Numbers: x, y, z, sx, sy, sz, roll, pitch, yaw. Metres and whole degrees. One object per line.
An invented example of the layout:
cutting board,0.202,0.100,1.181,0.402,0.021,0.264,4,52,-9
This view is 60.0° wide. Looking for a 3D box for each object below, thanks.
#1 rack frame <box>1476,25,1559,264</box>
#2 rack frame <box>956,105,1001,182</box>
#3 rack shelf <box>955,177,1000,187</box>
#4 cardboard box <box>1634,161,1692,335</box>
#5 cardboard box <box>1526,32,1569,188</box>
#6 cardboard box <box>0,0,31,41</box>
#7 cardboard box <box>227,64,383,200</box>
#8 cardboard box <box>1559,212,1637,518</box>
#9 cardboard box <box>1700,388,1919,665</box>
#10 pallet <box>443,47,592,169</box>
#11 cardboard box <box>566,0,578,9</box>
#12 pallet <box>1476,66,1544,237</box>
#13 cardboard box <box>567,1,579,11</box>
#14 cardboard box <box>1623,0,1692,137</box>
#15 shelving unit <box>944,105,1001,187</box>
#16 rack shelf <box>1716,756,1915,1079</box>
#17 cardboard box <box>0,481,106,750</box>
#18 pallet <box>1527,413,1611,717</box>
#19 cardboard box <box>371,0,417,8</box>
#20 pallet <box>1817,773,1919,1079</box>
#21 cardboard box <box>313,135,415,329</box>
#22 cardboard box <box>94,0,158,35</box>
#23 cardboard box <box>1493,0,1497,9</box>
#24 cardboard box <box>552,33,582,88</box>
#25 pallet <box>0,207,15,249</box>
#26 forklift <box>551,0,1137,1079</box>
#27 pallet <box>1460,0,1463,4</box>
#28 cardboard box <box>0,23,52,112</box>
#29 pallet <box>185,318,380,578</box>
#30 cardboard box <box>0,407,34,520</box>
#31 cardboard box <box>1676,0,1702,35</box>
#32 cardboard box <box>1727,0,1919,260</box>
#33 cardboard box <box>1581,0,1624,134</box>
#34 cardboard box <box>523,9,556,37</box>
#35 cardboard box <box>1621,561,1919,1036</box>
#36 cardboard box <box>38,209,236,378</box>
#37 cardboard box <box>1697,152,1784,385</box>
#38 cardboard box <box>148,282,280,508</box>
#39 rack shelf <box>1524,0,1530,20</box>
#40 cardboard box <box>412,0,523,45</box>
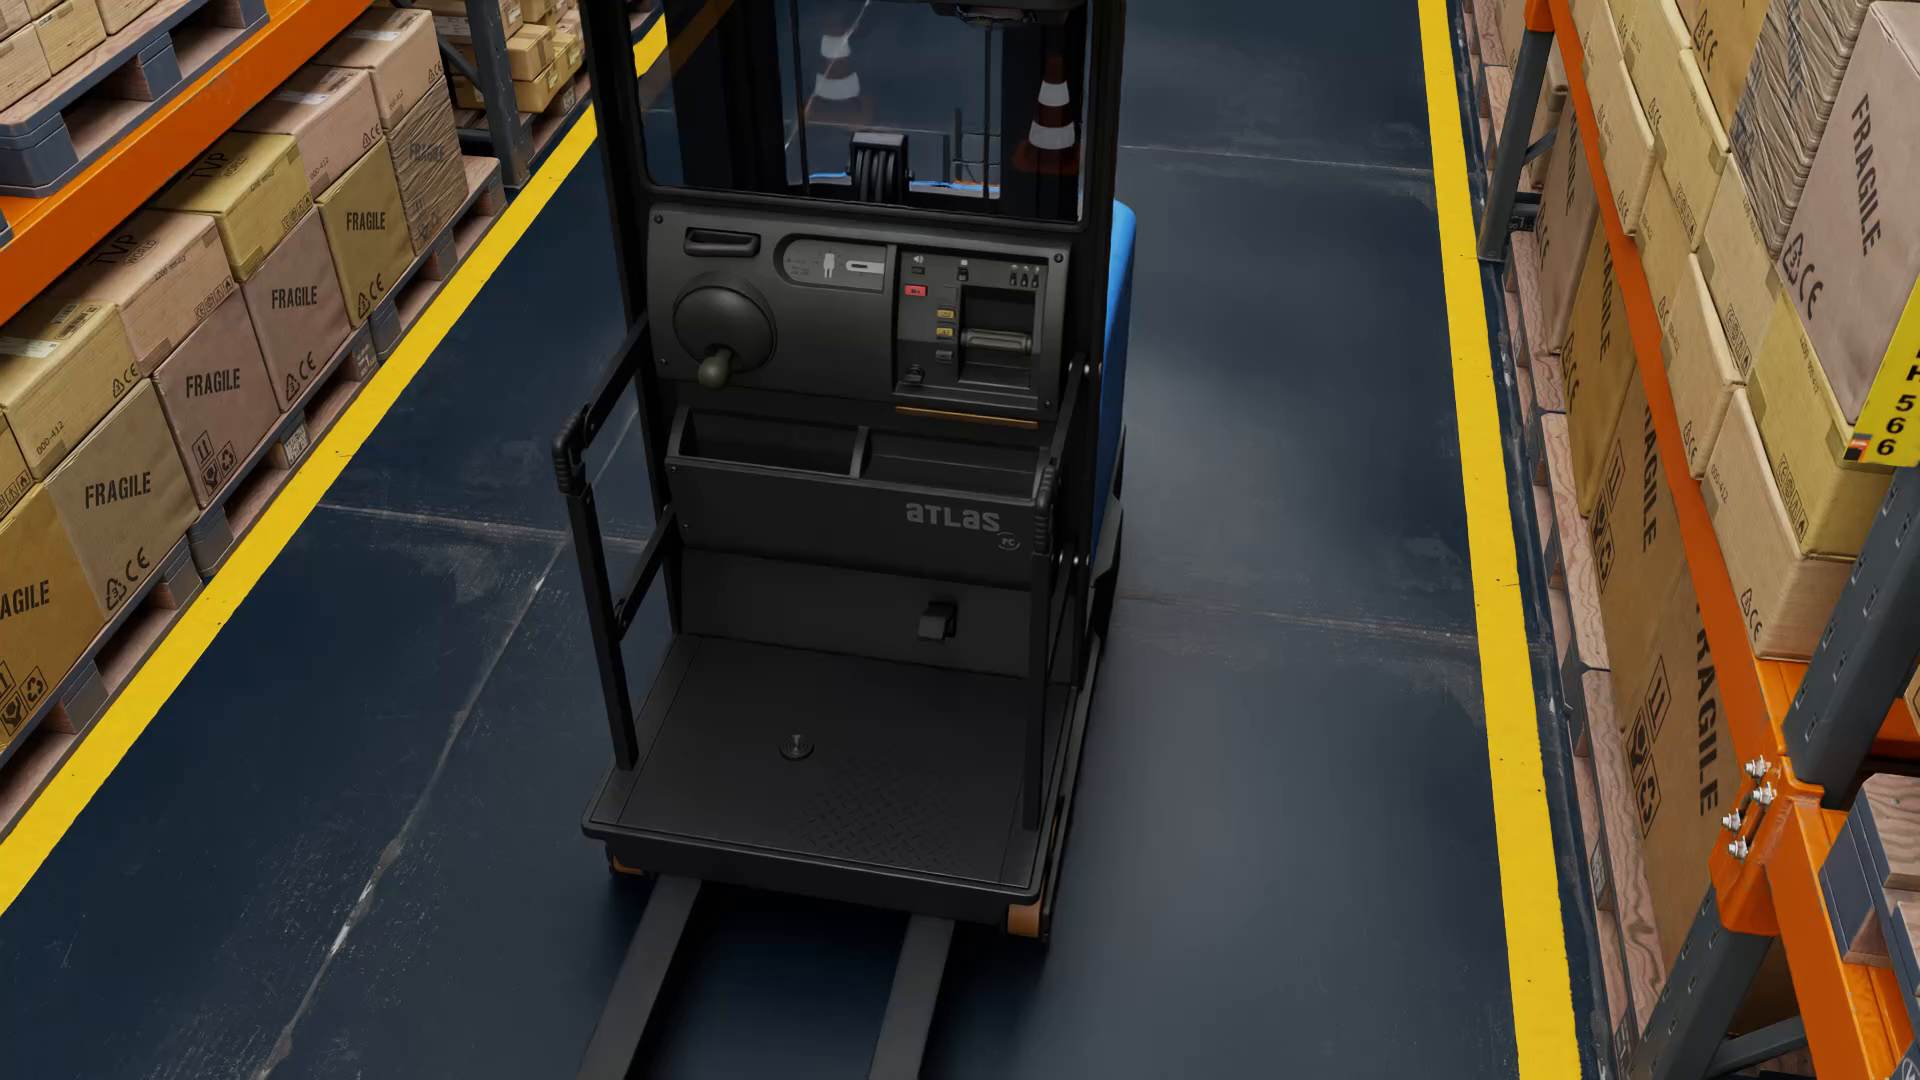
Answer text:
rack frame,2.552,-2.240,5.606,1.000,3.000,0.127,6,40,8
rack frame,0.106,-0.810,5.289,0.240,1.200,0.006,7,40,8
rack shelf,0.088,-0.996,5.018,0.258,0.103,0.180,7,40,8
cardboard box,1.868,-0.655,3.806,0.500,0.250,0.500,6,40,7
cardboard box,2.766,-1.797,6.750,0.875,0.438,0.875,6,40,7
cardboard box,-2.576,-1.326,4.134,0.380,0.149,0.250,6,40,8
cardboard box,-2.323,-1.394,5.625,0.500,0.250,0.500,8,40,10
cardboard box,2.375,-0.618,4.981,0.875,0.875,0.875,7,40,9
cardboard box,1.692,-0.018,3.036,0.500,0.250,0.500,5,40,6
pallet,-2.259,-2.073,7.592,1.003,0.211,1.213,6,40,8
cardboard box,-1.951,-2.587,7.700,0.380,0.149,0.250,4,40,5
pallet,2.761,-1.634,7.061,1.003,0.211,1.213,6,40,8
cardboard box,-1.929,-2.472,7.794,0.380,0.149,0.250,6,40,7
cardboard box,1.937,-1.168,4.034,0.500,0.250,0.500,5,40,6
shelving unit,0.088,-0.753,5.219,0.258,1.200,0.189,7,40,8
rack shelf,1.514,1.803,1.280,1.077,0.370,4.000,6,40,8
cardboard box,-2.659,0.173,4.318,0.500,0.500,0.500,5,40,6
pallet,2.284,0.095,4.970,1.003,0.211,1.213,6,40,8
cardboard box,-2.536,-2.267,7.079,0.380,0.149,0.250,7,40,9
pallet,1.841,0.803,2.075,1.213,0.211,1.003,6,40,8
cardboard box,-2.310,-1.107,5.867,0.500,0.500,0.500,6,40,7
cardboard box,-2.483,-1.531,4.616,0.380,0.149,0.250,5,40,6
cardboard box,3.078,-2.924,8.114,0.875,0.438,0.875,7,40,9
cardboard box,-1.915,-2.146,7.399,0.380,0.149,0.250,8,40,9
pallet,-3.015,-0.597,3.769,1.213,0.211,1.003,6,40,8
forklift,-0.268,-0.418,3.455,1.130,2.935,3.031,7,40,8
pallet,3.183,-3.165,8.913,1.003,0.211,1.213,6,40,8
cardboard box,-2.575,-1.210,4.228,0.380,0.149,0.250,8,40,9
pallet,-2.683,-0.391,5.558,1.003,0.211,1.213,6,40,8
cardboard box,-2.675,-0.106,4.068,0.500,0.250,0.500,5,40,6
cardboard box,1.960,-1.458,3.796,0.500,0.500,0.500,6,40,7
cardboard box,1.772,-0.830,3.037,0.500,0.500,0.500,7,40,8
cardboard box,2.024,-1.291,4.575,0.500,0.250,0.500,6,40,7
cardboard box,-2.007,-2.261,7.305,0.380,0.149,0.250,7,40,8
cardboard box,2.061,0.503,3.626,0.875,0.875,0.875,6,40,7
cardboard box,-2.489,-0.733,4.826,0.500,0.250,0.500,7,40,8
cardboard box,1.779,-0.519,3.249,0.500,0.250,0.500,5,40,7
cardboard box,-2.491,-0.465,5.091,0.500,0.500,0.500,5,40,7
rack shelf,2.898,-3.218,7.353,1.077,0.370,4.000,6,40,8
cardboard box,-2.077,-2.208,7.008,0.380,0.149,0.250,8,40,9
